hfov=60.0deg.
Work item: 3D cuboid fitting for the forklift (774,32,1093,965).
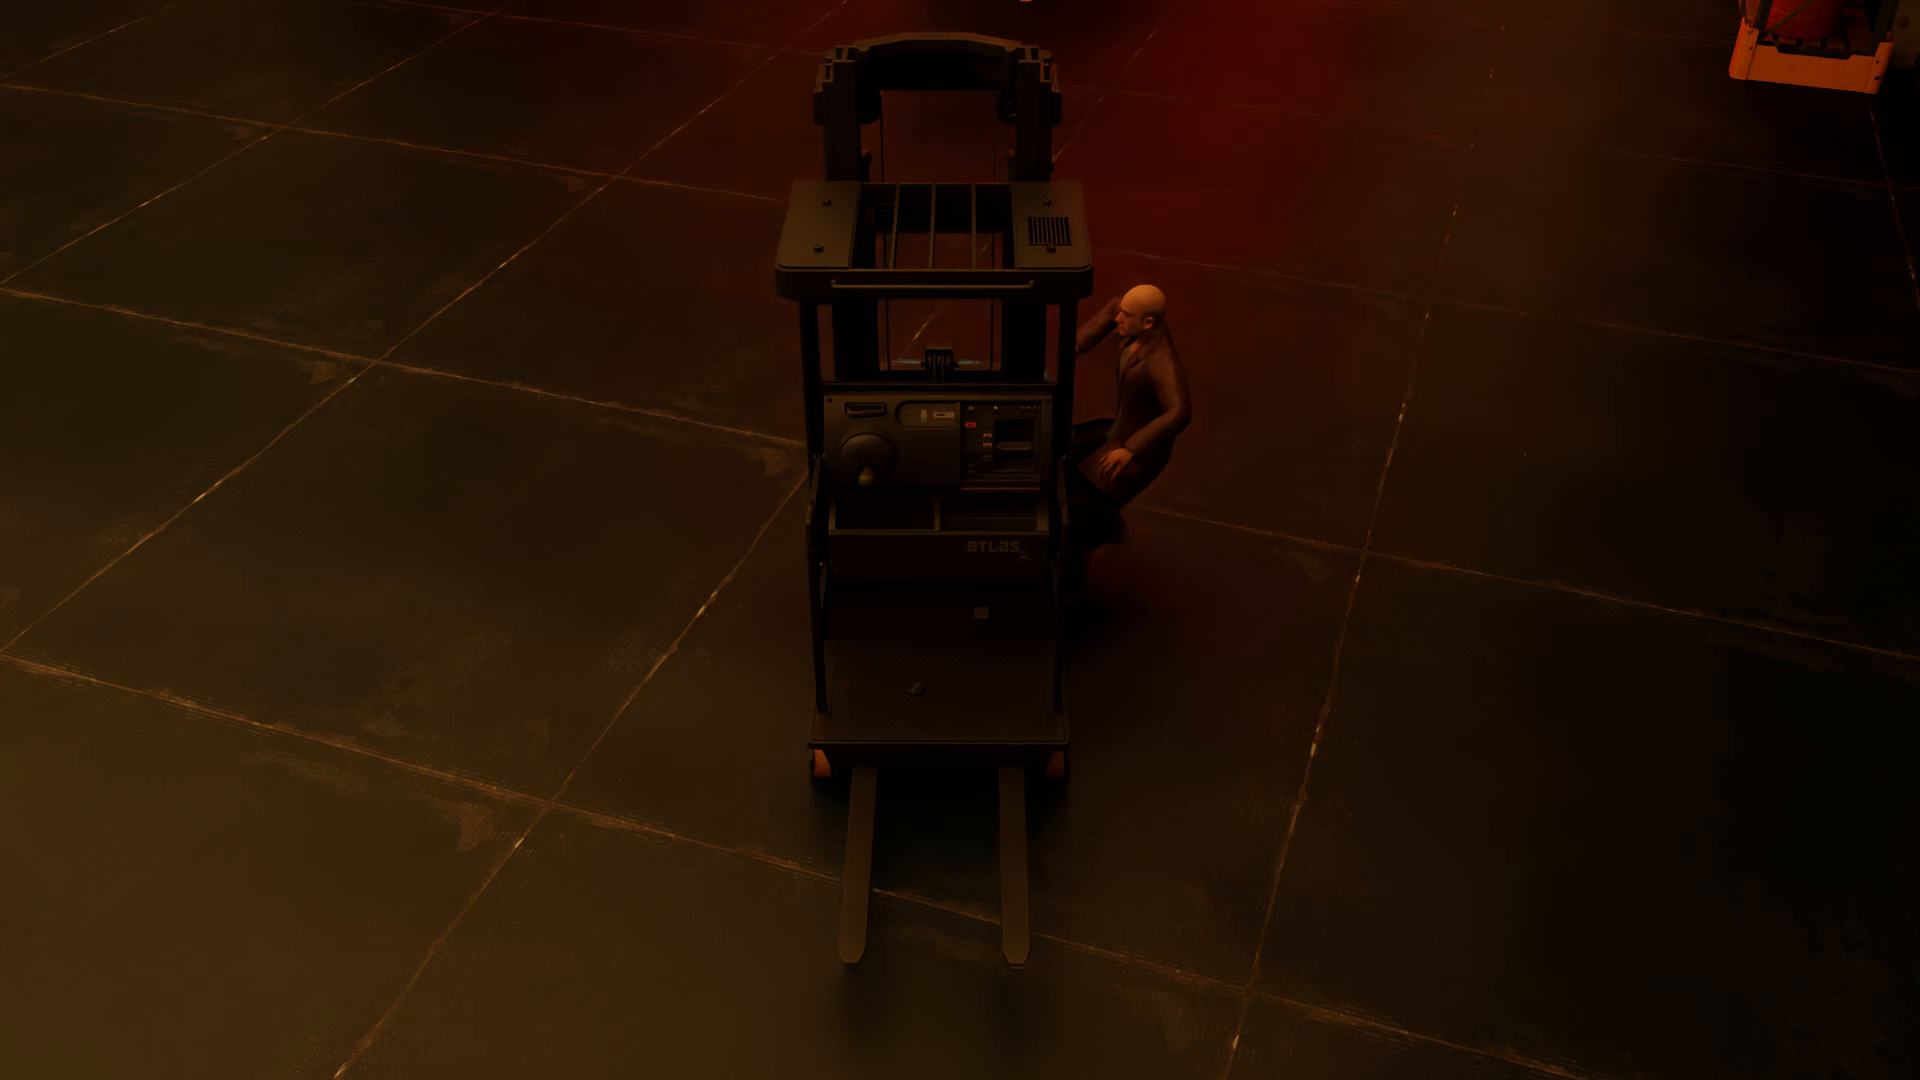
[{"bbox_3d":[-0.087,-0.342,6.593,1.130,2.935,3.031,0,35,0],"label":"forklift"}]

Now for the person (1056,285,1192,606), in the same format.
[{"bbox_3d":[0.611,-0.455,7.896,0.854,1.612,1.125,-4,36,-6],"label":"person"}]
